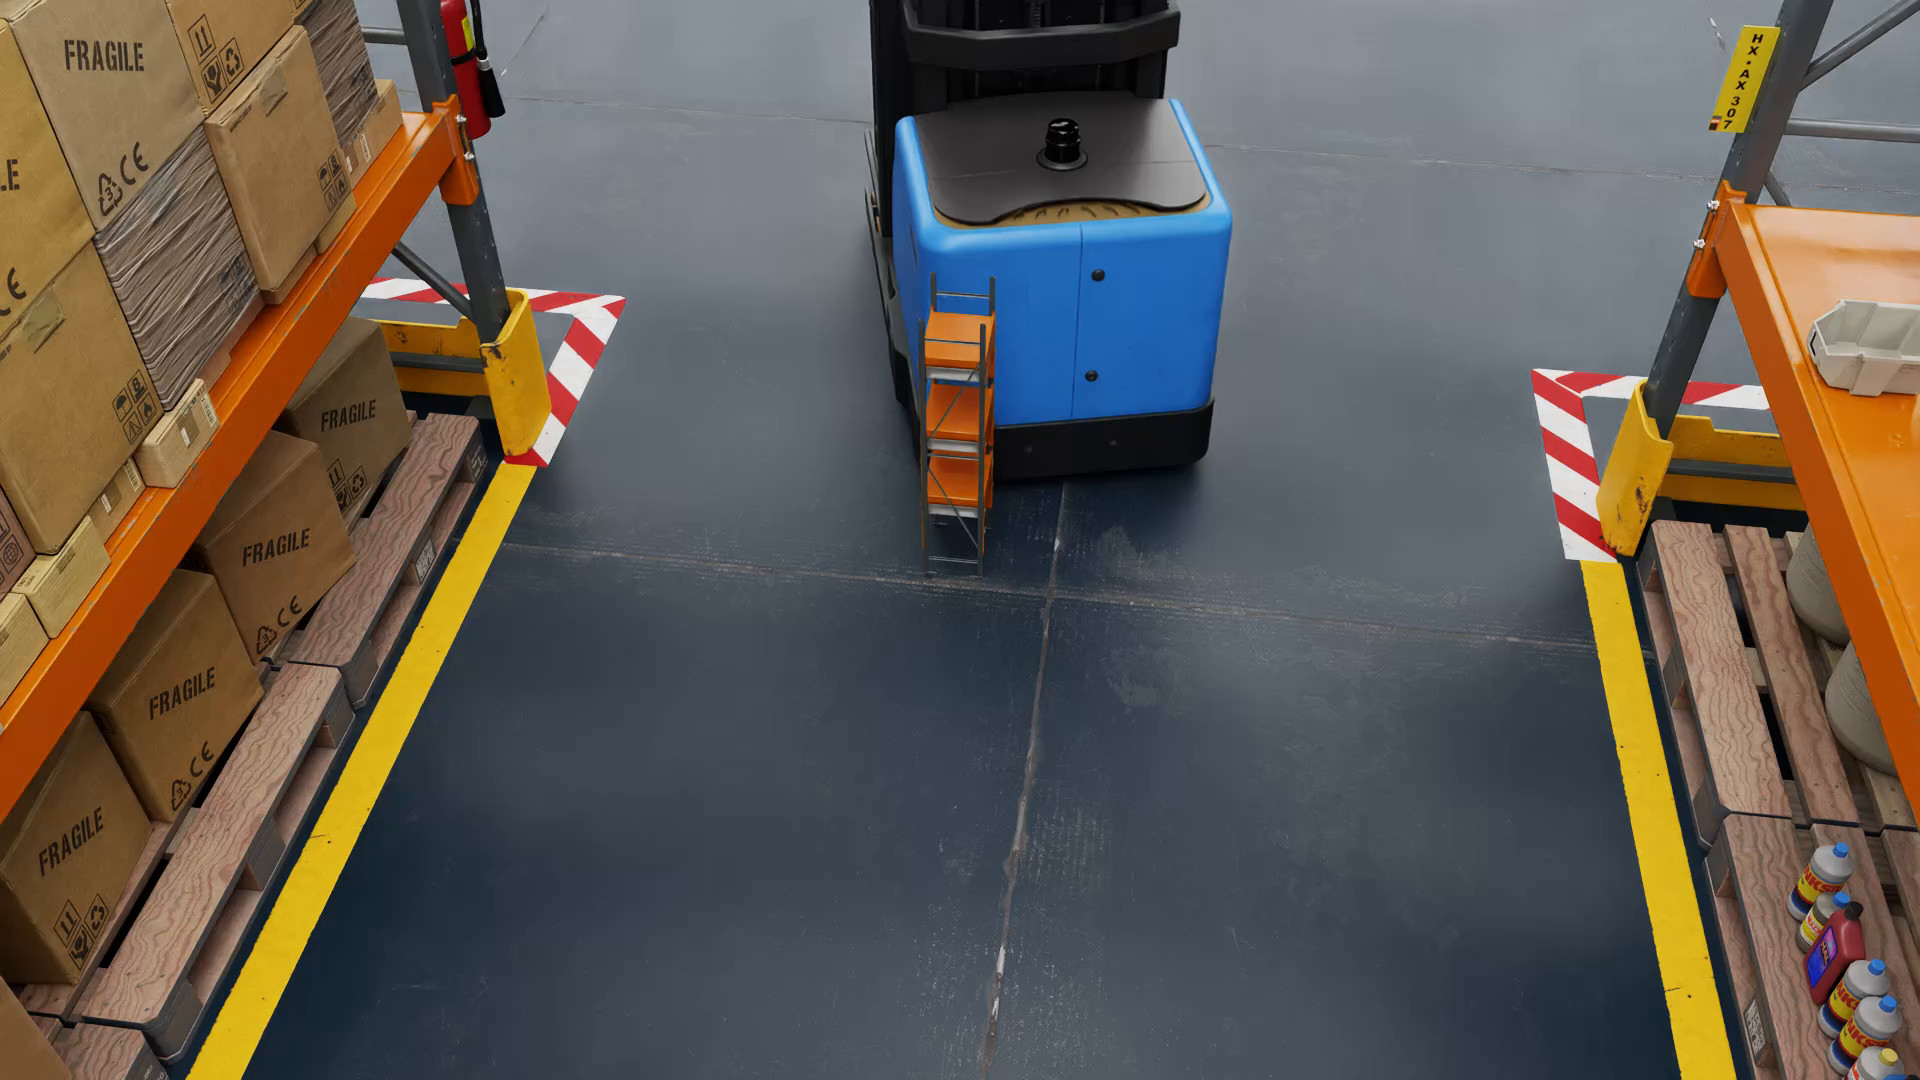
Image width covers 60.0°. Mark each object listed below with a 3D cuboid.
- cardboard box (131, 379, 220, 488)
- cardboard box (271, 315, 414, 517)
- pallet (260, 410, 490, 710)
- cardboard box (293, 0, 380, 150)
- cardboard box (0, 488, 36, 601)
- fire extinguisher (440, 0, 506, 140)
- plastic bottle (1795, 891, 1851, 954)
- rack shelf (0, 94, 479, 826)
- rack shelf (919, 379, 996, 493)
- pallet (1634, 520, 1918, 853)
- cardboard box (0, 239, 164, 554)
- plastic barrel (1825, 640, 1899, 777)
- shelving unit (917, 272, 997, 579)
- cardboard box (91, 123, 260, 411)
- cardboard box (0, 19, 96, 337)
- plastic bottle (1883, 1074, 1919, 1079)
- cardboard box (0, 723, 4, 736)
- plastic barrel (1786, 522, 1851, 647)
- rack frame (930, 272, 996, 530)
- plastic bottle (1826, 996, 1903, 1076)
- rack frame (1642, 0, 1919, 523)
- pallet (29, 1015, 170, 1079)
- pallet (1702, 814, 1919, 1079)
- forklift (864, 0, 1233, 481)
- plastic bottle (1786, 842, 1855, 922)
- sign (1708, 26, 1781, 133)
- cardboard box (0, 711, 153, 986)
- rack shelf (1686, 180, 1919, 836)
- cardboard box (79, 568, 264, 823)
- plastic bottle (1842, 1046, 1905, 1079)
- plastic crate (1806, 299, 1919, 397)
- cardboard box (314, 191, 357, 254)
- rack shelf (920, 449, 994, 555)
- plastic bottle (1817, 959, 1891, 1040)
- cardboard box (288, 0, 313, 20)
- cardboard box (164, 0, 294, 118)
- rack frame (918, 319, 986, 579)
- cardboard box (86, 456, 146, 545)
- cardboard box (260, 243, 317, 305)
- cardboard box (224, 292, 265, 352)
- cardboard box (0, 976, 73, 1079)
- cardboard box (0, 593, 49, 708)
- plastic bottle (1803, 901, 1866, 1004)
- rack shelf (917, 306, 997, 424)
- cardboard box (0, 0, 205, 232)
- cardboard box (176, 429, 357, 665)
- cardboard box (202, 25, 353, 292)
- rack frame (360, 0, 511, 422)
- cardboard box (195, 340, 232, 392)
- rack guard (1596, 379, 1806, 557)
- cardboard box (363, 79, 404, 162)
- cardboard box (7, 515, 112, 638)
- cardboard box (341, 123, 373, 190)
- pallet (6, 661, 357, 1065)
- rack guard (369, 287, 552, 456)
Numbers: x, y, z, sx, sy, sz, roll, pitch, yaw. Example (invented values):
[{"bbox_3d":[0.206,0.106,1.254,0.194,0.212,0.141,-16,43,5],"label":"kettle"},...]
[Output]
[{"bbox_3d":[-2.052,-0.275,4.042,0.380,0.149,0.250,5,44,6],"label":"cardboard box"},{"bbox_3d":[-2.223,-0.432,5.537,0.500,0.500,0.500,13,45,13],"label":"cardboard box"},{"bbox_3d":[-2.277,0.003,5.593,1.003,0.211,1.213,5,44,6],"label":"pallet"},{"bbox_3d":[-2.224,-1.383,4.740,0.875,0.500,0.500,5,44,6],"label":"cardboard box"},{"bbox_3d":[-2.465,-0.018,3.298,0.875,0.500,0.500,5,44,6],"label":"cardboard box"},{"bbox_3d":[-1.652,-1.619,5.335,0.296,0.674,0.183,5,44,6],"label":"fire extinguisher"},{"bbox_3d":[2.223,0.973,4.256,0.097,0.201,0.097,0,43,0],"label":"plastic bottle"},{"bbox_3d":[-2.389,0.013,4.078,1.077,0.370,4.000,5,44,6],"label":"rack shelf"},{"bbox_3d":[-0.007,-0.337,5.358,0.215,0.259,0.240,5,44,6],"label":"rack shelf"},{"bbox_3d":[2.709,0.461,5.110,1.003,0.211,1.213,5,44,6],"label":"pallet"},{"bbox_3d":[-2.358,-0.355,3.654,0.875,0.500,0.500,5,44,6],"label":"cardboard box"},{"bbox_3d":[2.708,0.387,4.664,0.421,0.512,0.421,0,43,0],"label":"plastic barrel"},{"bbox_3d":[-0.007,-0.345,5.351,0.215,1.050,0.252,5,44,6],"label":"shelving unit"},{"bbox_3d":[-2.280,-0.695,4.013,0.875,0.500,0.500,5,44,6],"label":"cardboard box"},{"bbox_3d":[-2.155,-0.700,3.291,0.500,0.500,0.500,5,44,6],"label":"cardboard box"},{"bbox_3d":[2.151,1.317,3.842,0.097,0.271,0.097,0,43,0],"label":"plastic bottle"},{"bbox_3d":[-2.178,0.407,3.321,0.380,0.149,0.250,5,44,6],"label":"cardboard box"},{"bbox_3d":[2.774,0.045,5.025,0.421,0.512,0.421,0,43,0],"label":"plastic barrel"},{"bbox_3d":[0.009,-0.428,5.438,0.200,1.050,0.008,5,44,6],"label":"rack frame"},{"bbox_3d":[2.178,1.179,3.988,0.097,0.271,0.097,0,43,0],"label":"plastic bottle"},{"bbox_3d":[2.785,-1.161,4.795,1.000,3.000,0.127,5,44,6],"label":"rack frame"},{"bbox_3d":[-2.599,1.666,3.837,1.003,0.211,1.213,5,44,6],"label":"pallet"},{"bbox_3d":[2.545,1.290,4.234,1.003,0.211,1.213,5,44,6],"label":"pallet"},{"bbox_3d":[0.192,-2.277,6.023,1.130,2.935,3.031,-5,44,-5],"label":"forklift"},{"bbox_3d":[2.237,0.877,4.306,0.097,0.271,0.097,0,43,0],"label":"plastic bottle"},{"bbox_3d":[2.240,-1.315,4.755,0.100,0.325,0.005,5,44,6],"label":"sign"},{"bbox_3d":[-2.488,0.780,4.258,0.500,0.500,0.500,2,43,2],"label":"cardboard box"},{"bbox_3d":[2.521,0.463,3.602,1.077,0.370,4.000,5,44,6],"label":"rack shelf"},{"bbox_3d":[-2.370,0.403,4.655,0.500,0.500,0.500,9,44,9],"label":"cardboard box"},{"bbox_3d":[2.165,1.272,3.940,0.097,0.201,0.097,0,43,0],"label":"plastic bottle"},{"bbox_3d":[2.348,-0.485,4.272,0.298,0.136,0.250,5,44,6],"label":"plastic crate"},{"bbox_3d":[-1.973,-0.962,4.767,0.380,0.149,0.250,5,44,6],"label":"cardboard box"},{"bbox_3d":[-0.007,-0.135,5.549,0.215,0.259,0.240,5,44,6],"label":"rack shelf"},{"bbox_3d":[2.191,1.111,4.060,0.097,0.271,0.097,0,43,0],"label":"plastic bottle"},{"bbox_3d":[-1.952,-1.721,4.370,0.500,0.500,0.500,5,44,6],"label":"cardboard box"},{"bbox_3d":[-2.013,-1.380,4.010,0.500,0.500,0.500,5,44,6],"label":"cardboard box"},{"bbox_3d":[-0.023,-0.262,5.263,0.200,1.050,0.008,5,44,6],"label":"rack frame"},{"bbox_3d":[-2.153,-0.111,3.869,0.380,0.149,0.250,5,44,6],"label":"cardboard box"},{"bbox_3d":[-2.021,-0.793,4.588,0.380,0.149,0.250,5,44,6],"label":"cardboard box"},{"bbox_3d":[-2.096,-0.626,4.412,0.380,0.149,0.250,5,44,6],"label":"cardboard box"},{"bbox_3d":[-2.492,1.210,3.803,0.500,0.500,0.500,19,46,19],"label":"cardboard box"},{"bbox_3d":[-2.186,0.233,3.505,0.380,0.149,0.250,5,44,6],"label":"cardboard box"},{"bbox_3d":[2.189,1.025,4.141,0.061,0.283,0.133,6,44,6],"label":"plastic bottle"},{"bbox_3d":[-0.007,-0.543,5.163,0.215,0.259,0.240,5,44,6],"label":"rack shelf"},{"bbox_3d":[-2.081,-1.040,3.650,0.500,0.500,0.500,5,44,6],"label":"cardboard box"},{"bbox_3d":[-2.269,-0.022,5.104,0.500,0.500,0.500,16,46,16],"label":"cardboard box"},{"bbox_3d":[-2.171,-1.032,4.369,0.875,0.500,0.500,5,44,6],"label":"cardboard box"},{"bbox_3d":[-2.124,-1.611,5.270,1.000,3.000,0.127,5,44,6],"label":"rack frame"},{"bbox_3d":[-2.106,-0.454,4.230,0.380,0.149,0.250,5,44,6],"label":"cardboard box"},{"bbox_3d":[2.822,-0.197,5.595,1.175,0.500,0.348,5,44,6],"label":"rack guard"},{"bbox_3d":[-1.957,-1.307,5.132,0.380,0.149,0.250,5,44,6],"label":"cardboard box"},{"bbox_3d":[-2.142,0.063,3.684,0.380,0.149,0.250,5,44,6],"label":"cardboard box"},{"bbox_3d":[-1.991,-1.137,4.952,0.380,0.149,0.250,5,44,6],"label":"cardboard box"},{"bbox_3d":[-2.441,0.833,4.717,1.003,0.211,1.213,5,44,6],"label":"pallet"},{"bbox_3d":[-2.134,-0.652,6.075,1.175,0.500,0.348,5,44,6],"label":"rack guard"}]
